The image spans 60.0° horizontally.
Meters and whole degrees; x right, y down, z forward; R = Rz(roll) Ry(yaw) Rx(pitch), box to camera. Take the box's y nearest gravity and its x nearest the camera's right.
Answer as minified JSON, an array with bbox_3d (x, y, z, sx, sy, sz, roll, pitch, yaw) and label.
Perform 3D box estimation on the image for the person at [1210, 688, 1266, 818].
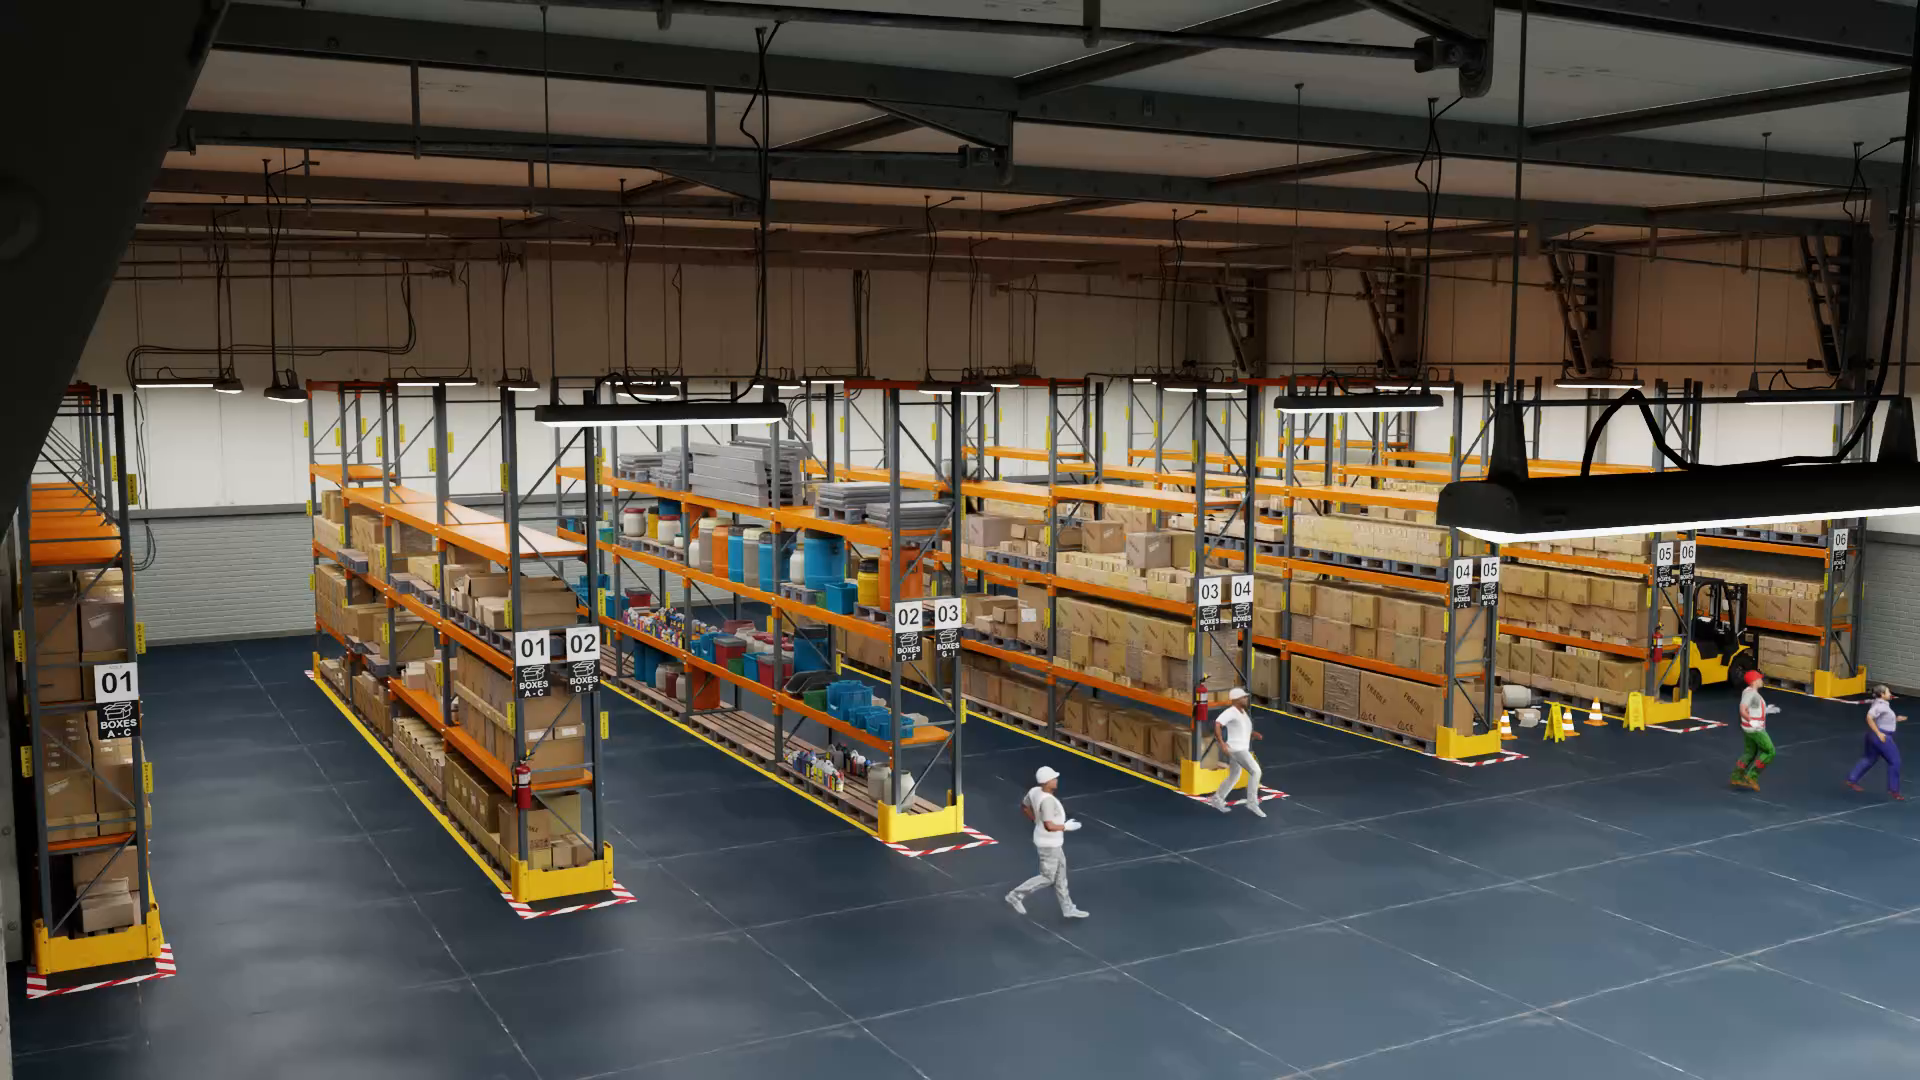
[{"bbox_3d":[3.945,2.967,23.404,0.787,1.755,0.714,2,6,15],"label":"person"}]

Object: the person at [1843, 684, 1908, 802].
[{"bbox_3d":[13.352,2.940,24.190,0.814,1.700,0.587,1,6,12],"label":"person"}]

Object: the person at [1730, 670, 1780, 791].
[{"bbox_3d":[11.821,2.829,24.662,0.659,1.797,0.637,1,6,14],"label":"person"}]

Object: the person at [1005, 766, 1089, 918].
[{"bbox_3d":[0.988,3.432,18.798,0.980,1.774,0.682,-1,6,-5],"label":"person"}]
